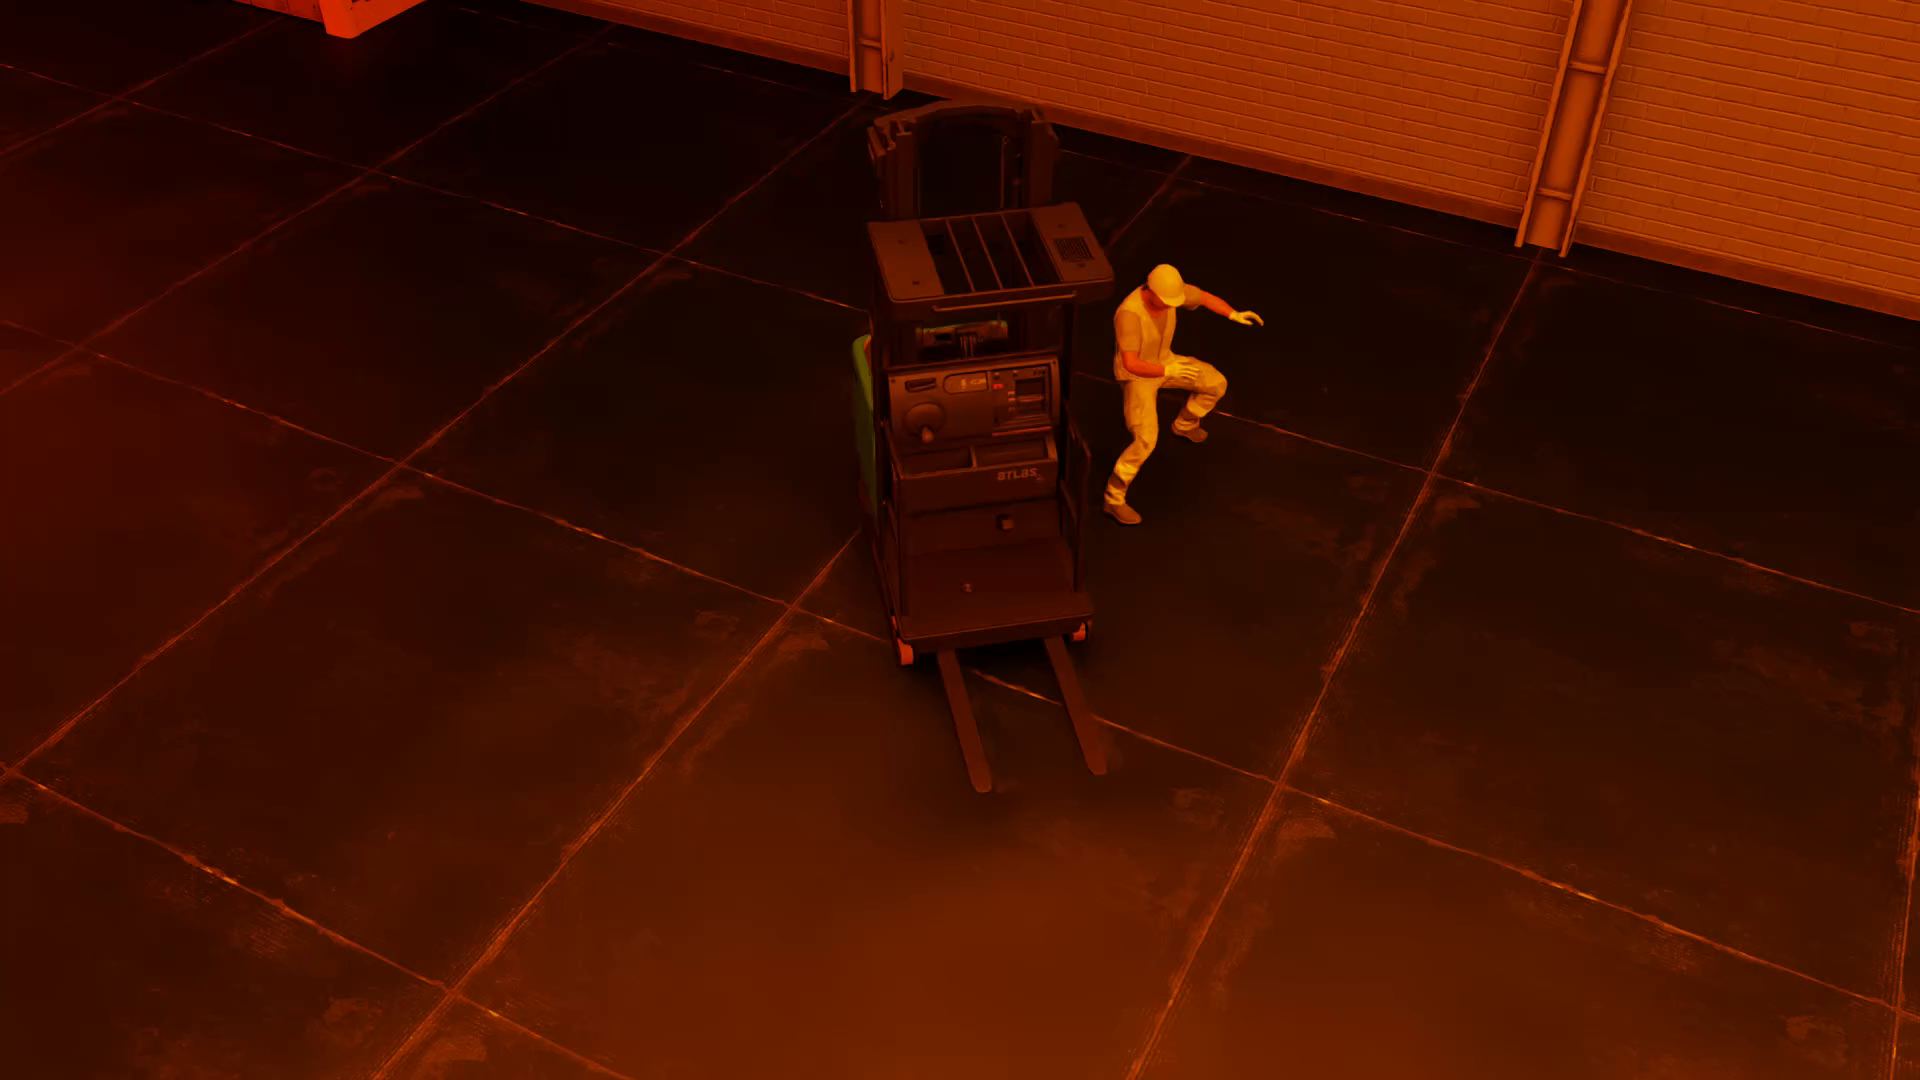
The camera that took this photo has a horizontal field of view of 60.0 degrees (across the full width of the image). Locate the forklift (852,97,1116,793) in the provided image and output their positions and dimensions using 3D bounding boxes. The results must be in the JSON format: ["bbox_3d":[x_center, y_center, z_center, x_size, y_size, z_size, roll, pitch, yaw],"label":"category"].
[{"bbox_3d":[0.124,-0.671,8.784,1.130,2.935,3.031,-7,41,-9],"label":"forklift"}]

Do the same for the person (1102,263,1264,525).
[{"bbox_3d":[1.275,-1.011,10.275,1.087,1.537,0.730,-28,48,-29],"label":"person"}]
